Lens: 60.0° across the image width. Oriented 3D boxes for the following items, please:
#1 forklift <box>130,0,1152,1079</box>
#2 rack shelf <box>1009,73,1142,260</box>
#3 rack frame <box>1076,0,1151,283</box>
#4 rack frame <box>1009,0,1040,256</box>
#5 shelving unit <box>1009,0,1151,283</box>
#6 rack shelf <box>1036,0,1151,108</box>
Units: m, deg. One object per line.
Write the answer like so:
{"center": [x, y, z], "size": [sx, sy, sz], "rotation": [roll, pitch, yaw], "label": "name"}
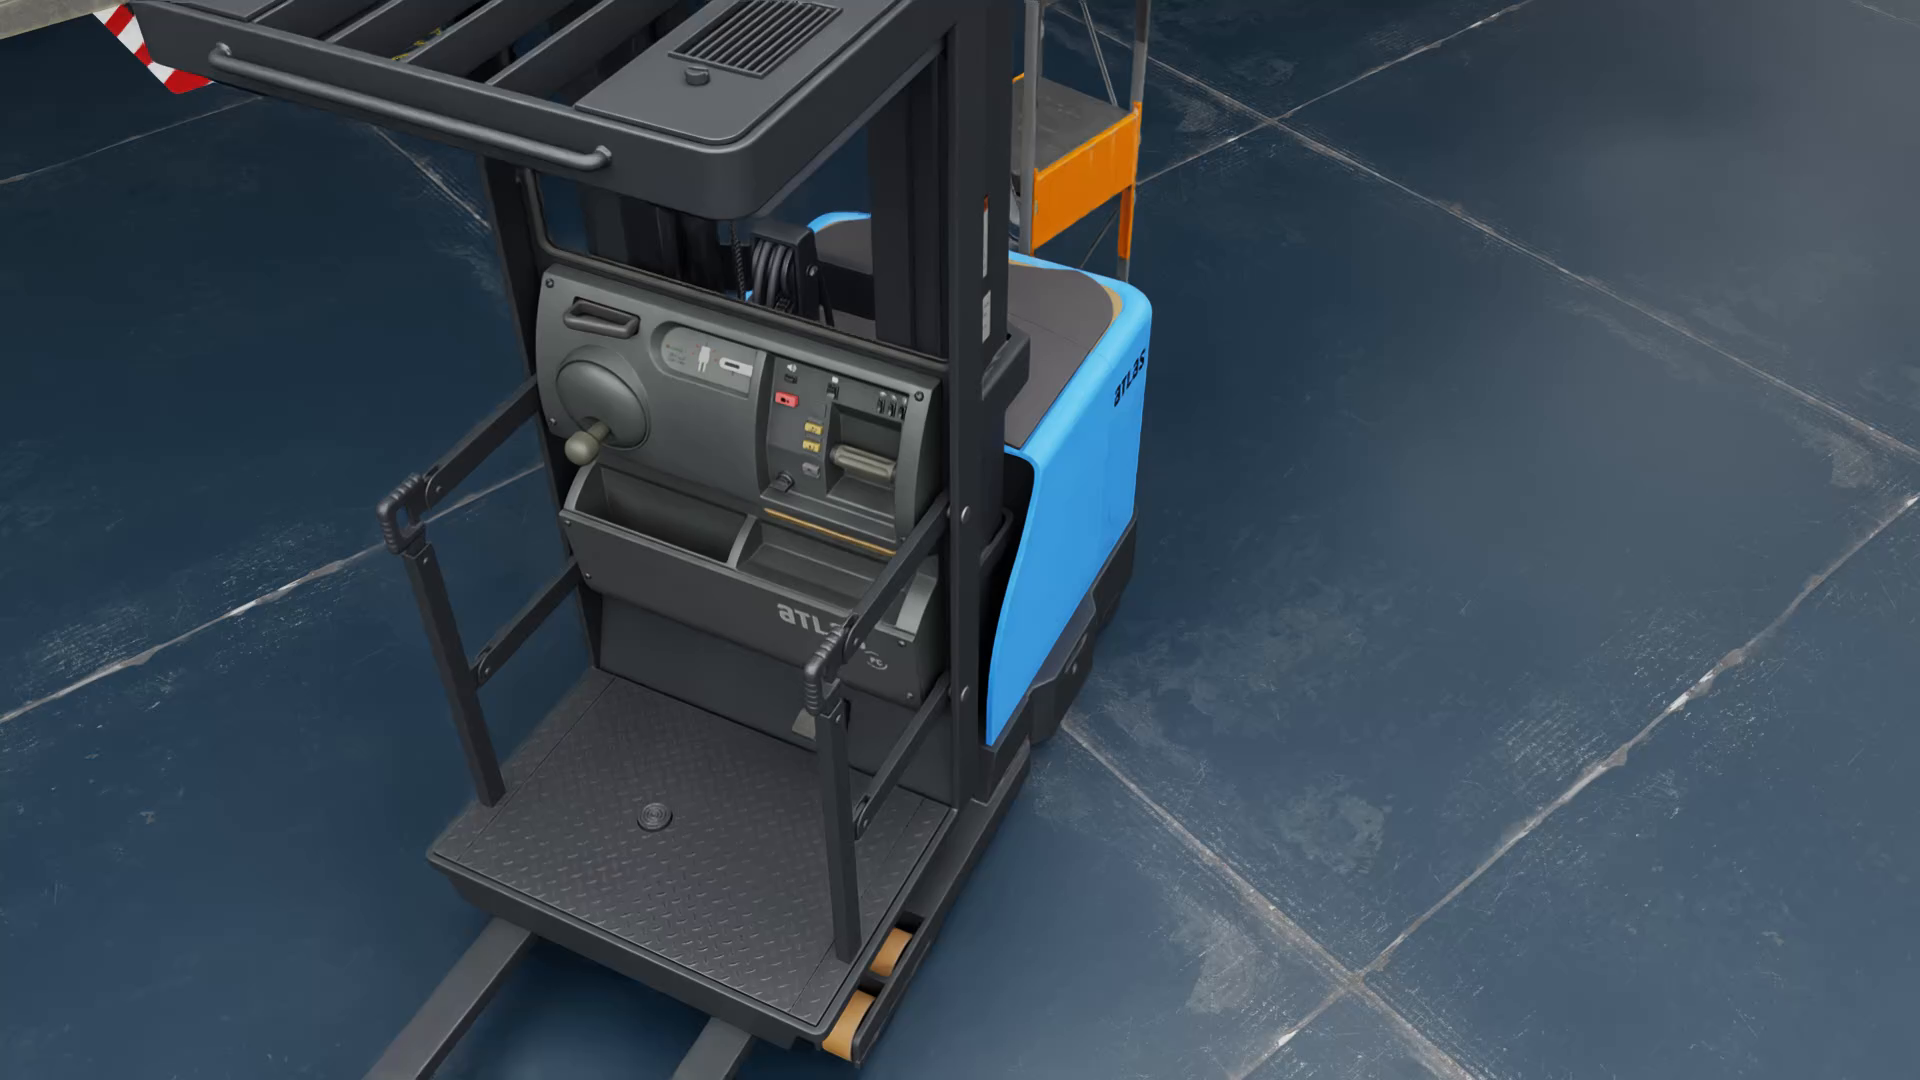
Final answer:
{"center": [-0.578, -0.191, 3.312], "size": [1.130, 2.935, 3.031], "rotation": [19, 46, 19], "label": "forklift"}
{"center": [0.199, -1.005, 4.806], "size": [0.431, 0.518, 0.480], "rotation": [30, 51, 28], "label": "rack shelf"}
{"center": [0.358, -1.142, 4.932], "size": [0.400, 2.100, 0.015], "rotation": [30, 51, 28], "label": "rack frame"}
{"center": [0.041, -0.888, 4.662], "size": [0.400, 2.100, 0.015], "rotation": [30, 51, 28], "label": "rack frame"}
{"center": [0.199, -1.015, 4.797], "size": [0.431, 2.100, 0.503], "rotation": [30, 51, 28], "label": "shelving unit"}
{"center": [0.199, -1.515, 4.327], "size": [0.431, 0.518, 0.480], "rotation": [30, 51, 28], "label": "rack shelf"}
